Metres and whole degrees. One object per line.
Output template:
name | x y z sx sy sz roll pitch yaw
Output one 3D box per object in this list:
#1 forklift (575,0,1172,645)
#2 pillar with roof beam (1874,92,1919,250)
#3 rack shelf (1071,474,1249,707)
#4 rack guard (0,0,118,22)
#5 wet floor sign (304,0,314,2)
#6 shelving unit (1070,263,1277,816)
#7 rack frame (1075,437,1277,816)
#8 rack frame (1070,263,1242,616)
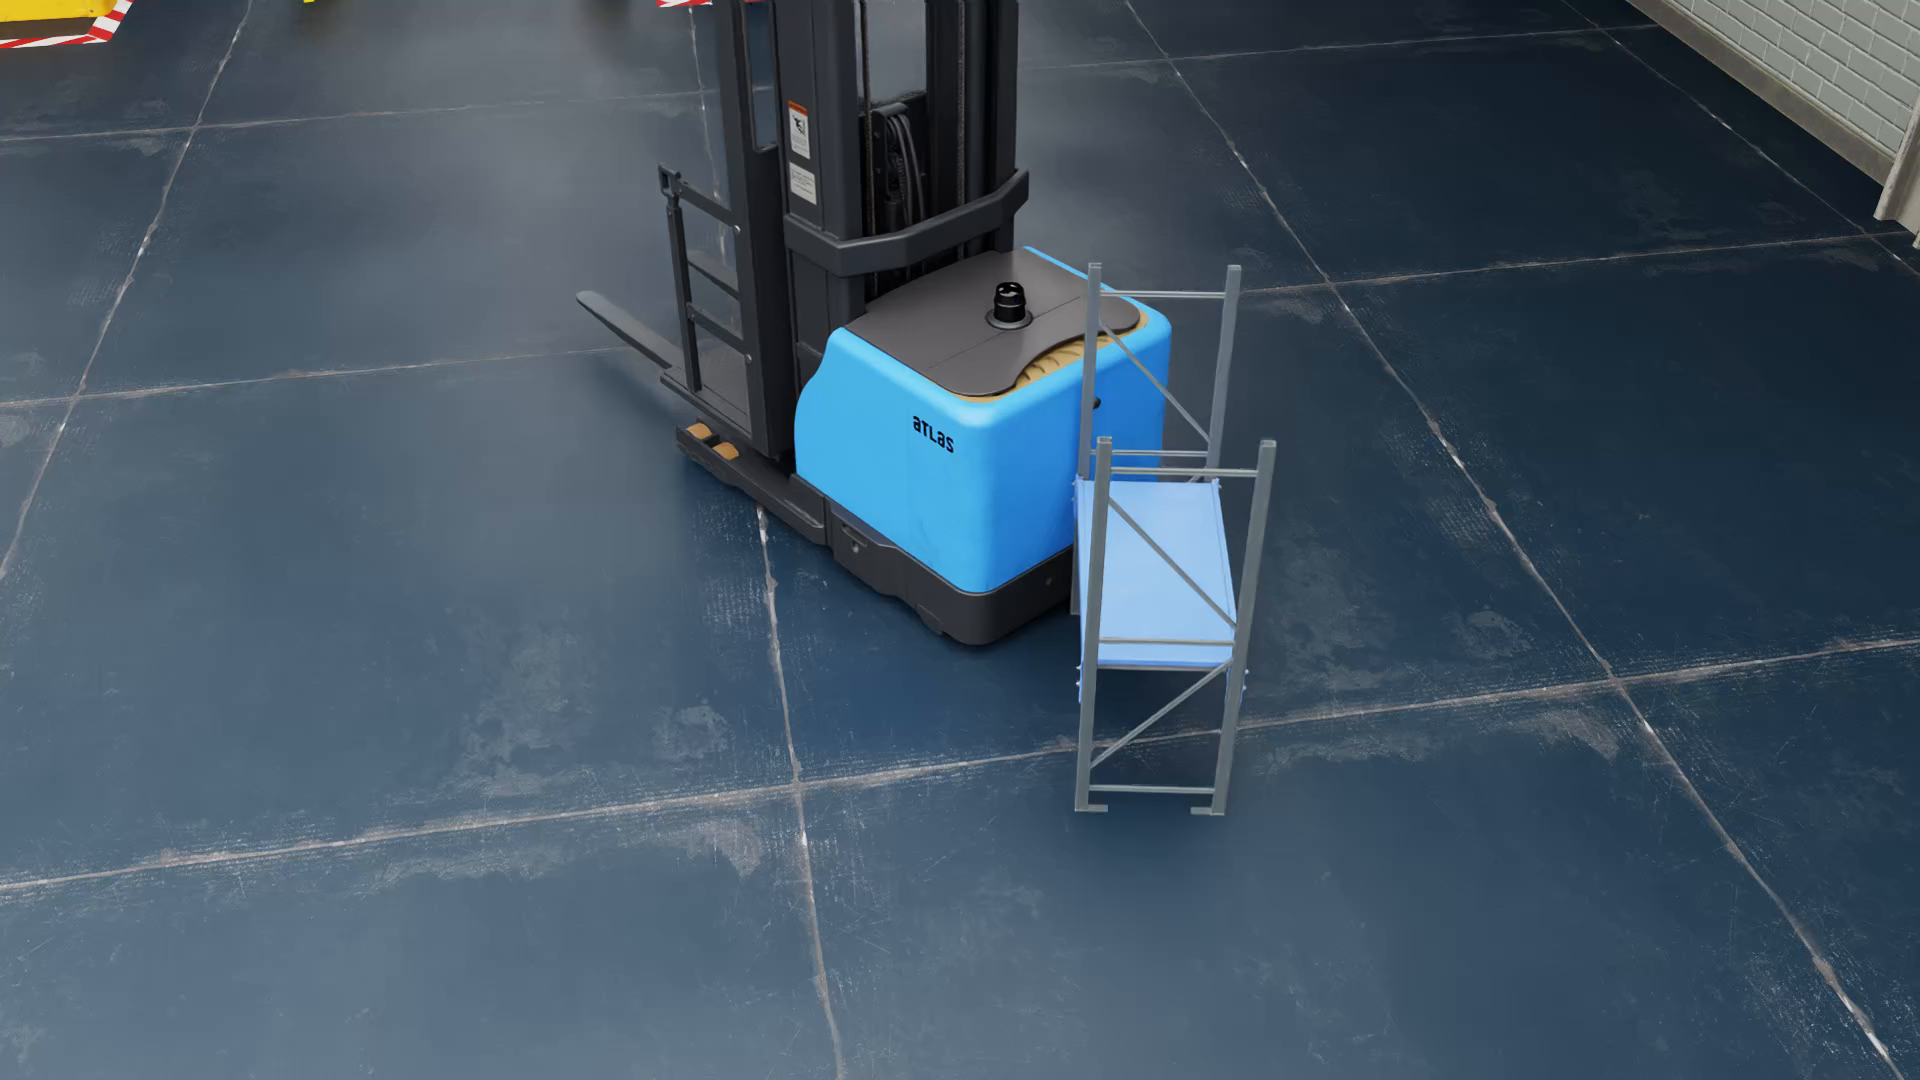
forklift | -0.568 -1.591 6.409 1.130 2.935 3.031 -29 46 -32
pillar with roof beam | 0.896 -4.746 5.524 9.100 9.000 0.400 -6 38 -8
rack shelf | 0.654 0.147 5.632 0.538 0.185 1.000 1 38 2
rack guard | -6.421 -3.816 11.254 1.175 0.500 0.348 -6 38 -8
wet floor sign | -4.471 -4.083 11.480 0.267 0.644 0.232 -13 40 -16
shelving unit | 0.654 0.005 5.521 0.538 1.500 1.048 1 38 2
rack frame | 0.635 0.317 5.120 0.500 1.500 0.032 1 38 2
rack frame | 0.673 -0.307 5.922 0.500 1.500 0.032 1 38 2
